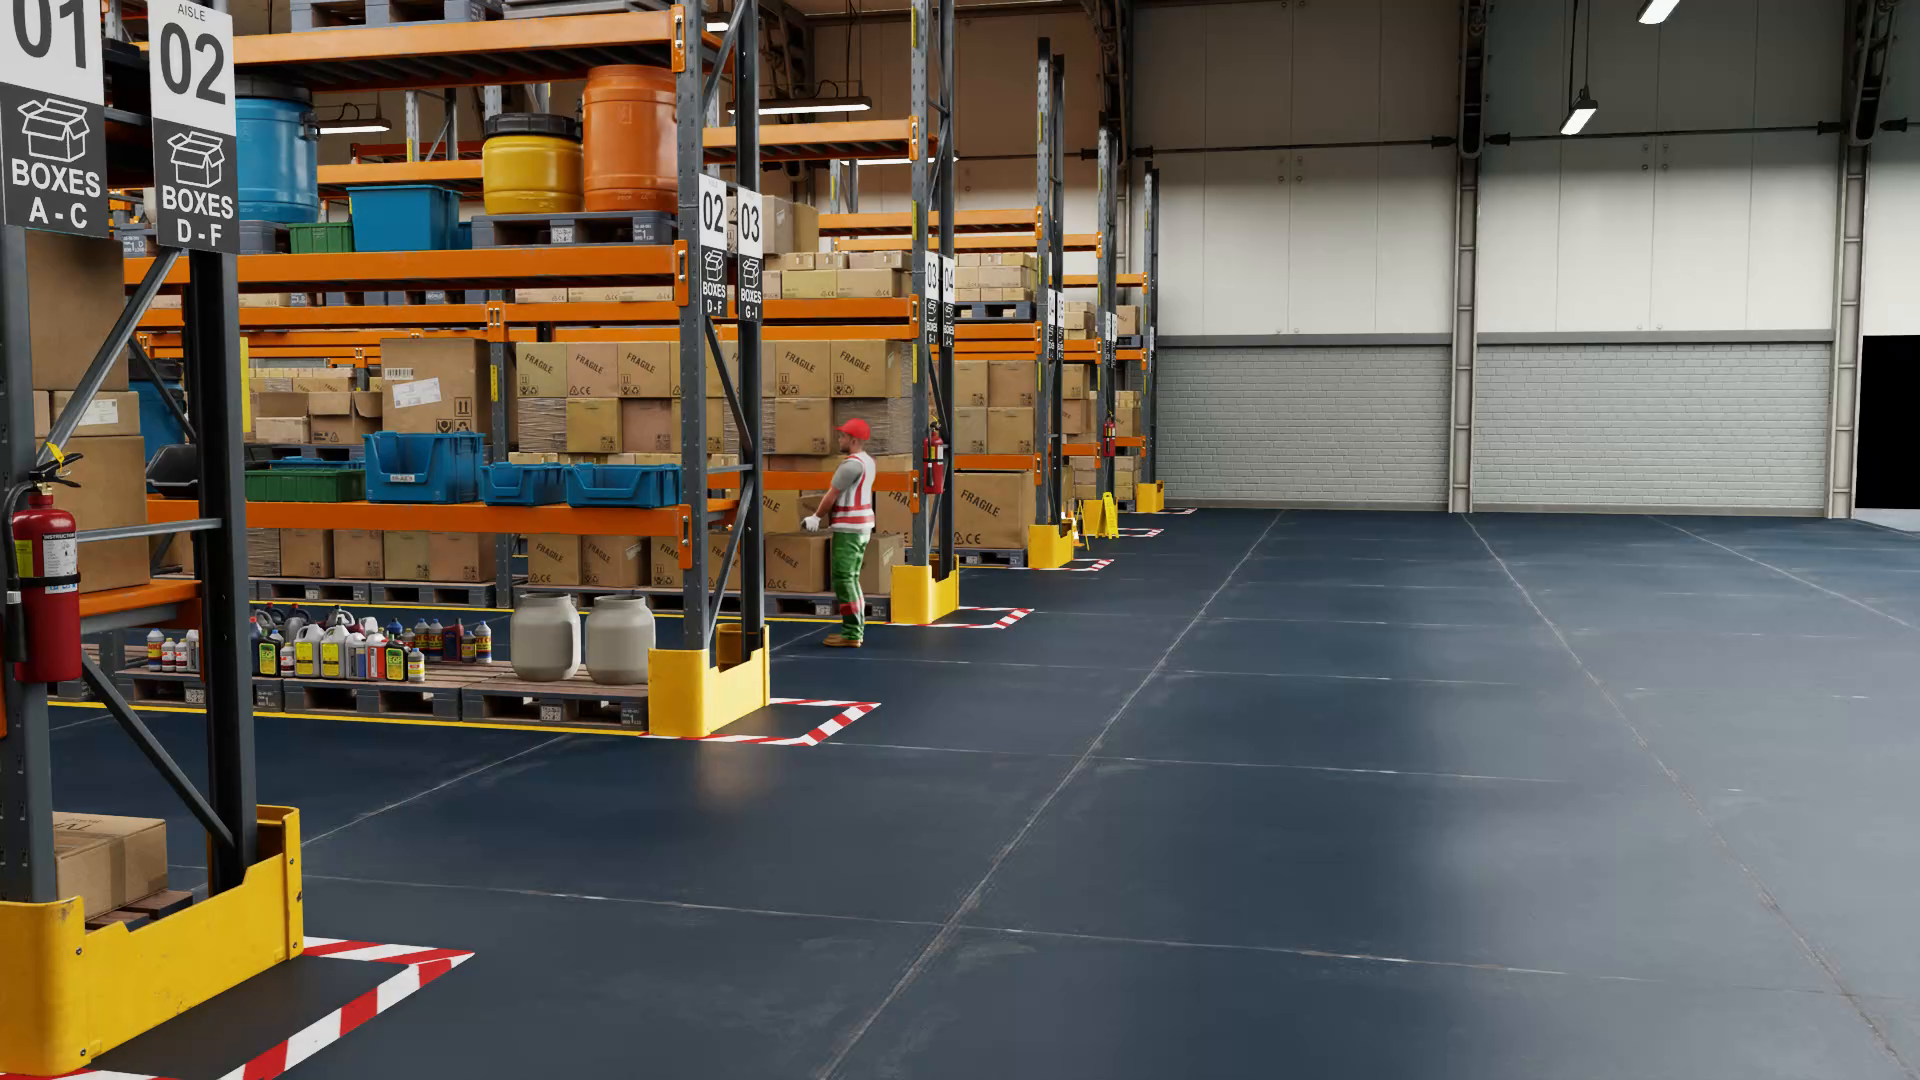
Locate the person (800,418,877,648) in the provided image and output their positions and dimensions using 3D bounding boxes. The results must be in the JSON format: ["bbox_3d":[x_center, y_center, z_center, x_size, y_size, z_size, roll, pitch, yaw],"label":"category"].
[{"bbox_3d":[-0.956,-0.062,13.083,0.554,1.784,0.494,1,5,14],"label":"person"}]
